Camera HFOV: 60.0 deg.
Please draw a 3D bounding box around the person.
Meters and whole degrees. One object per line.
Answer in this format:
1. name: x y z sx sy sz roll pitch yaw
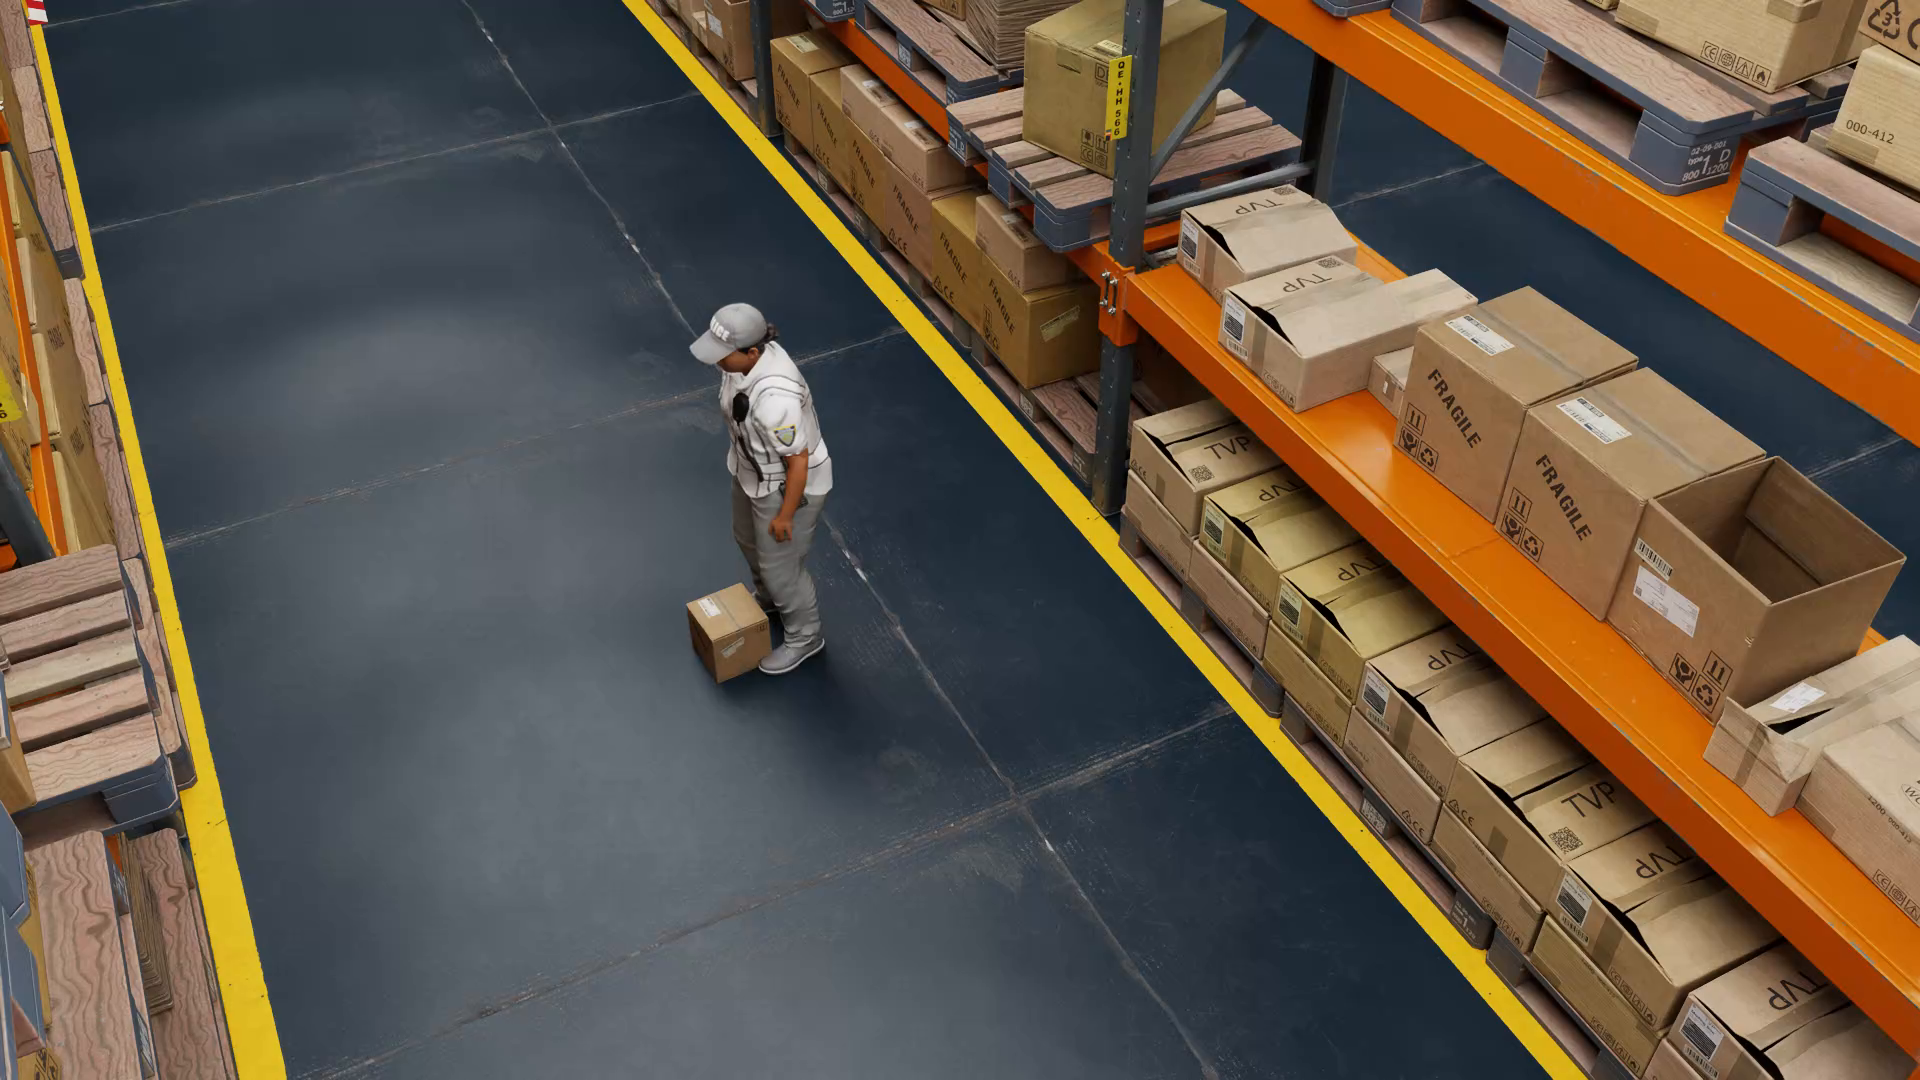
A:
1. person: -0.748 -0.222 6.404 0.465 1.666 0.538 -19 45 -20
